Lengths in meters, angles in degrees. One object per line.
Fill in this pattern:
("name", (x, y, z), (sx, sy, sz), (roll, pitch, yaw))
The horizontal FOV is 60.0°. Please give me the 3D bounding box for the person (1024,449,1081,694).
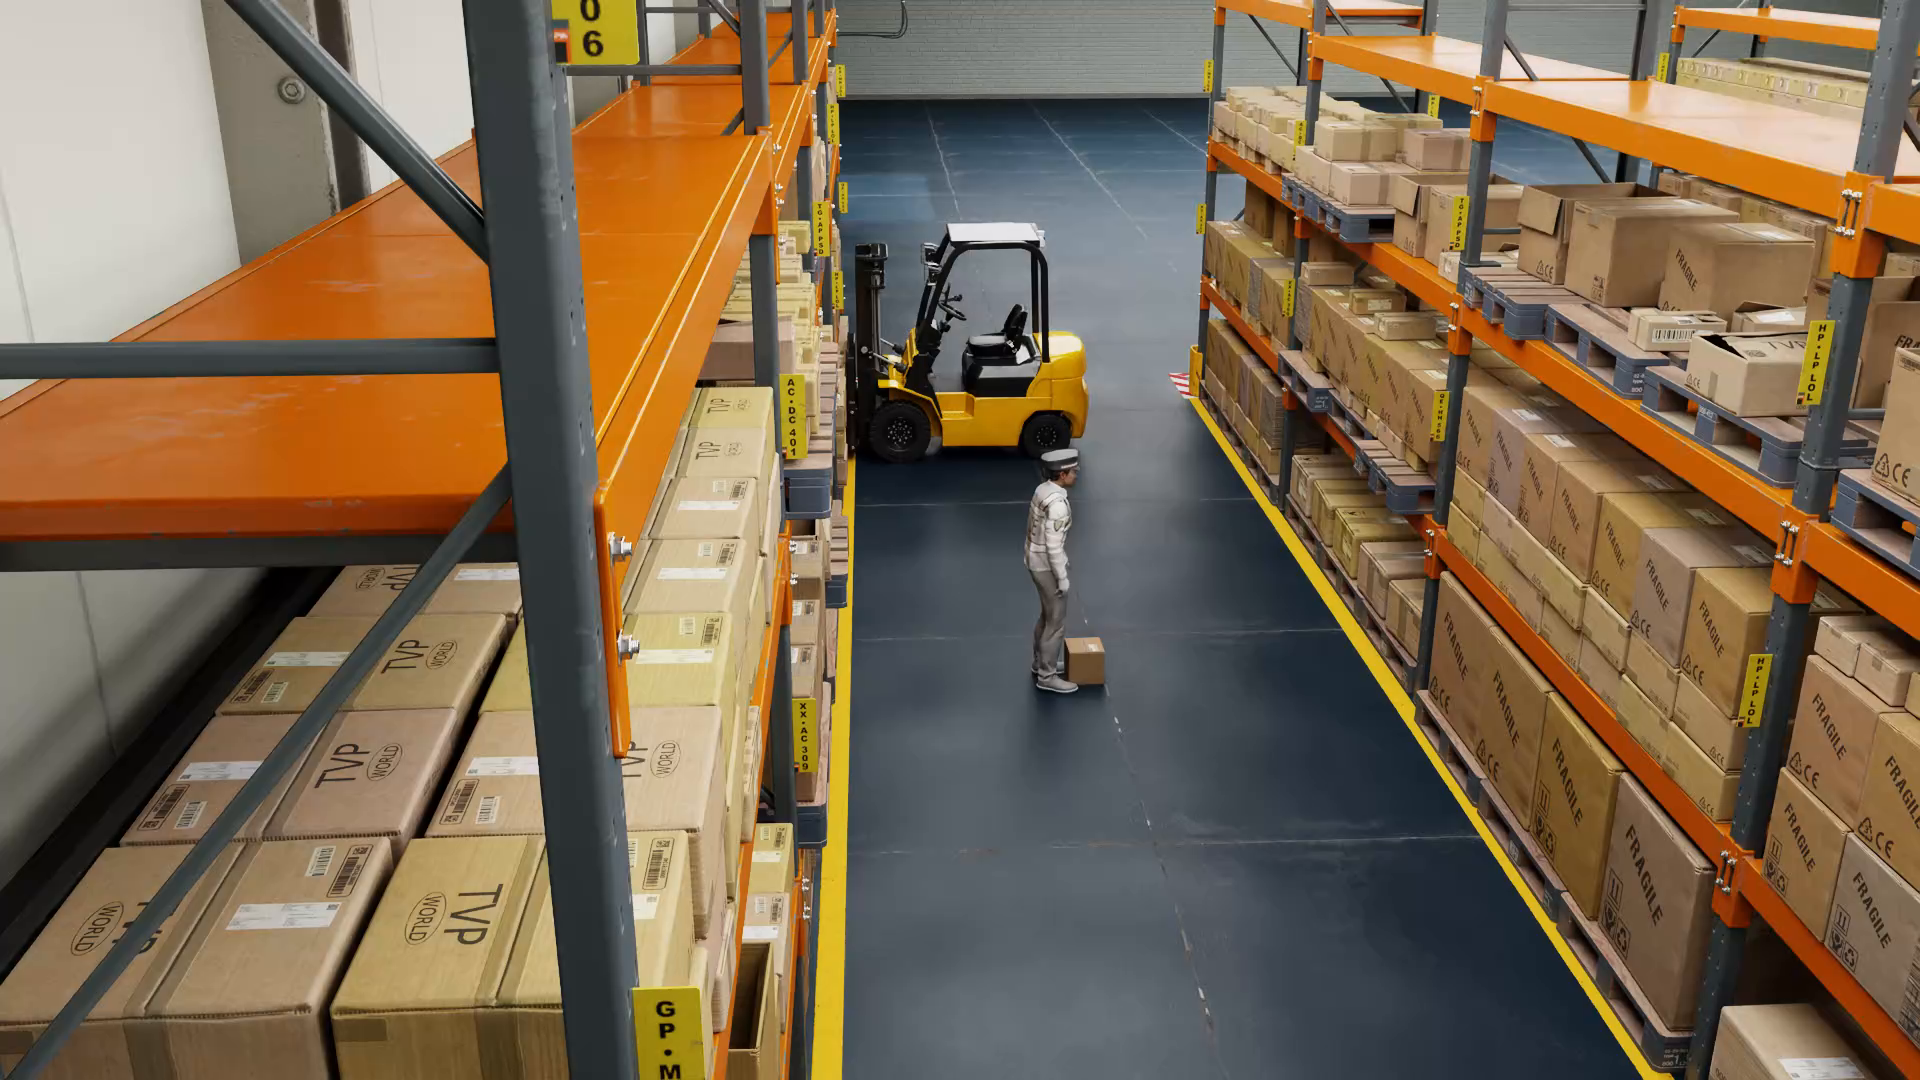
("person", (0.629, 0.190, 11.380), (0.370, 1.667, 0.547), (-2, 21, -6))
